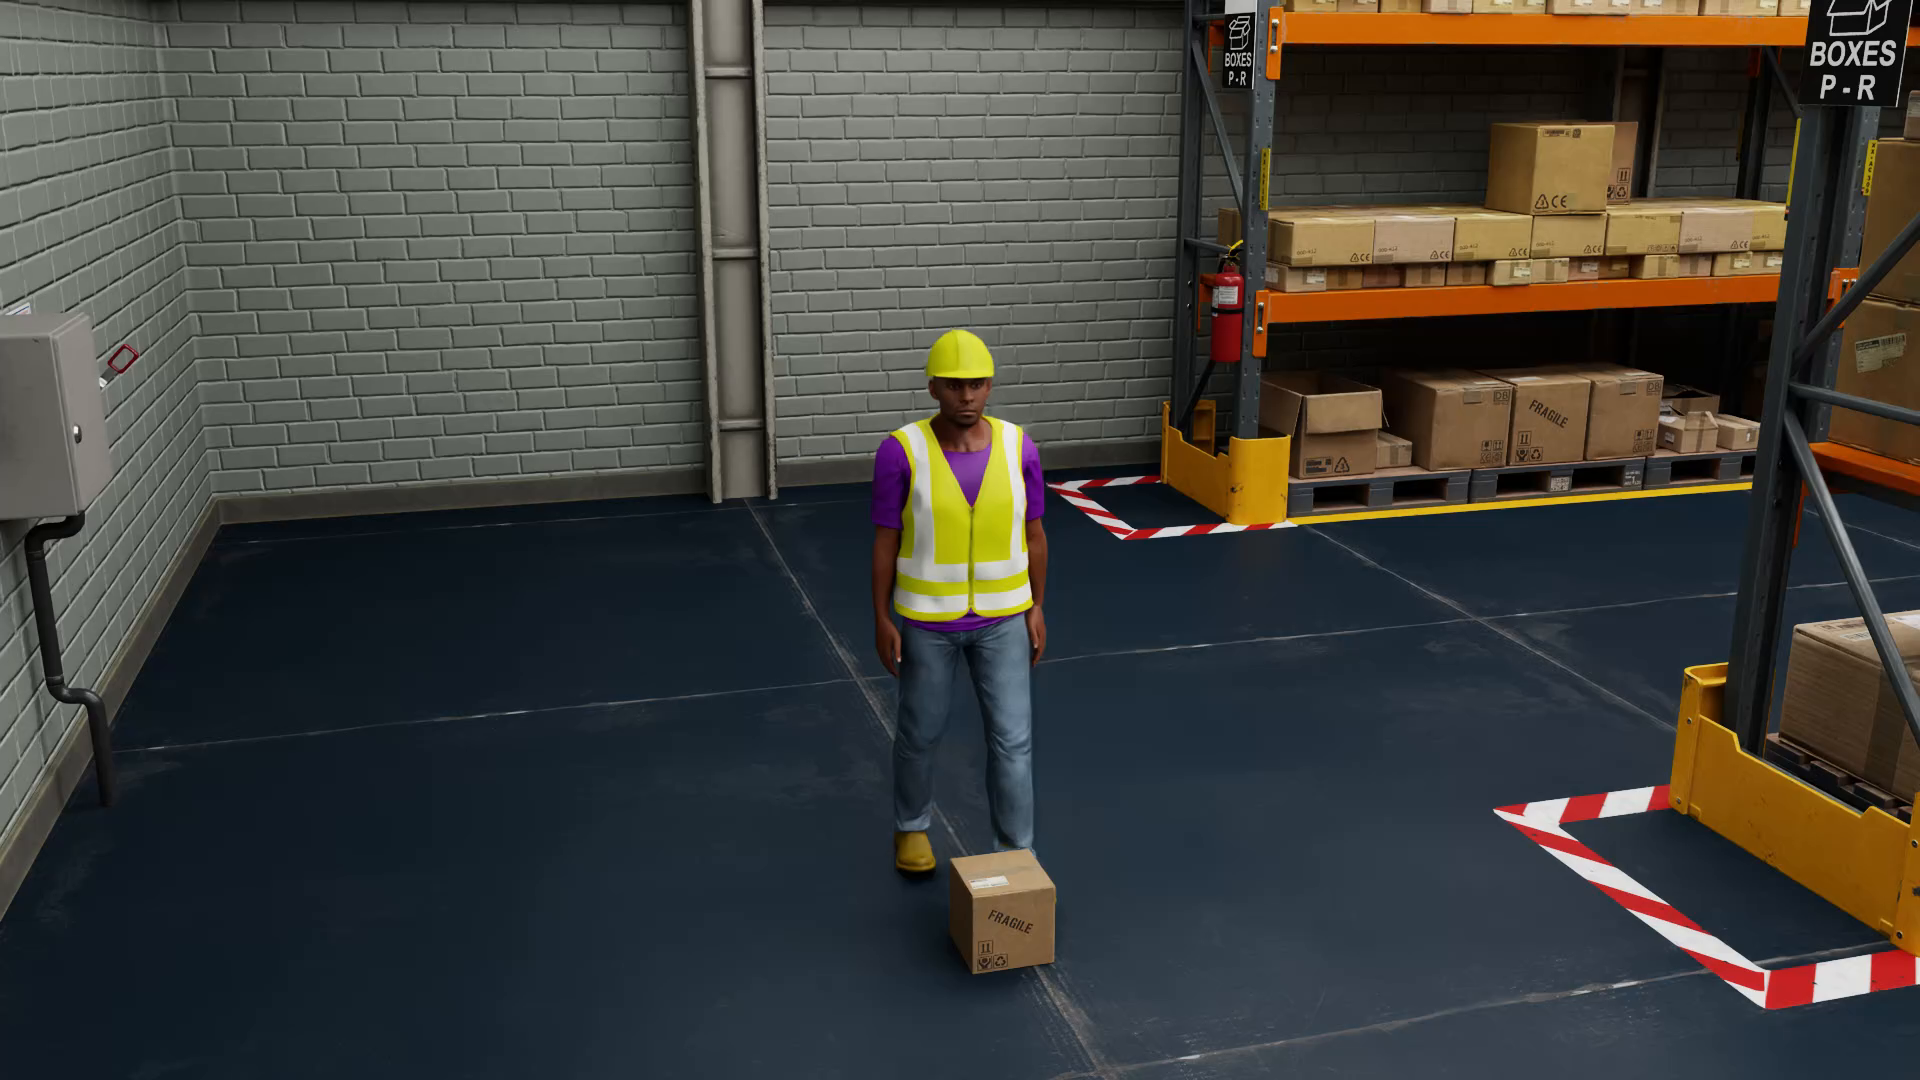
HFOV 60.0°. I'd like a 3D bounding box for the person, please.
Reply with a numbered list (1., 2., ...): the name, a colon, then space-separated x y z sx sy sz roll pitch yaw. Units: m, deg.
1. person: 0.020 0.251 5.106 0.561 1.768 0.673 -3 16 -10
